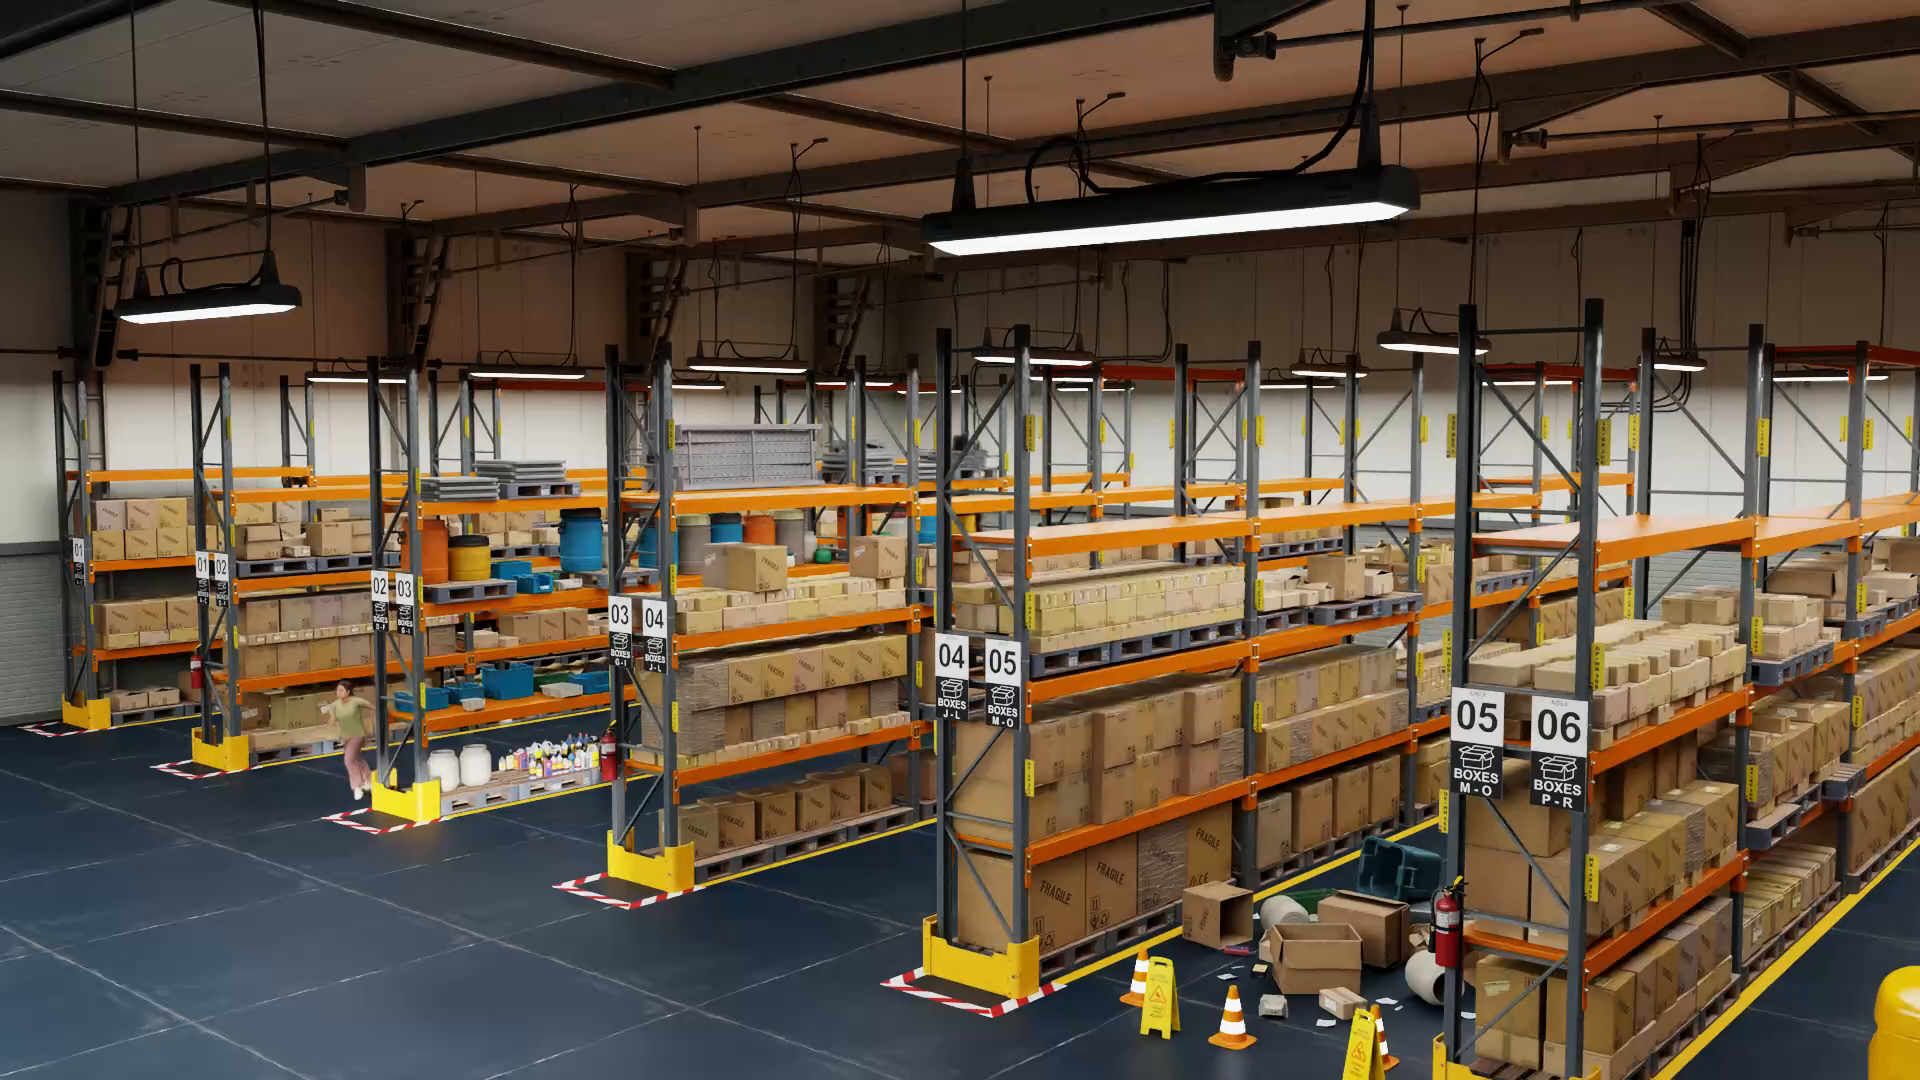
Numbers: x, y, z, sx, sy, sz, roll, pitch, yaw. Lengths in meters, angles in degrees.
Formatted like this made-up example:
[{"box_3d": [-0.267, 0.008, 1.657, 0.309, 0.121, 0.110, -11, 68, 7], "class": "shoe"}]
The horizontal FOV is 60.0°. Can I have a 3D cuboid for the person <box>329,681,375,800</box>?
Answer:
[{"box_3d": [-8.306, 2.708, 22.764, 0.517, 1.614, 0.905, 1, 4, 18], "class": "person"}]

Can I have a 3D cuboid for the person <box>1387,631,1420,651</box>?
[{"box_3d": [7.558, 2.337, 28.053, 0.745, 1.694, 1.055, 2, 5, 30], "class": "person"}]
